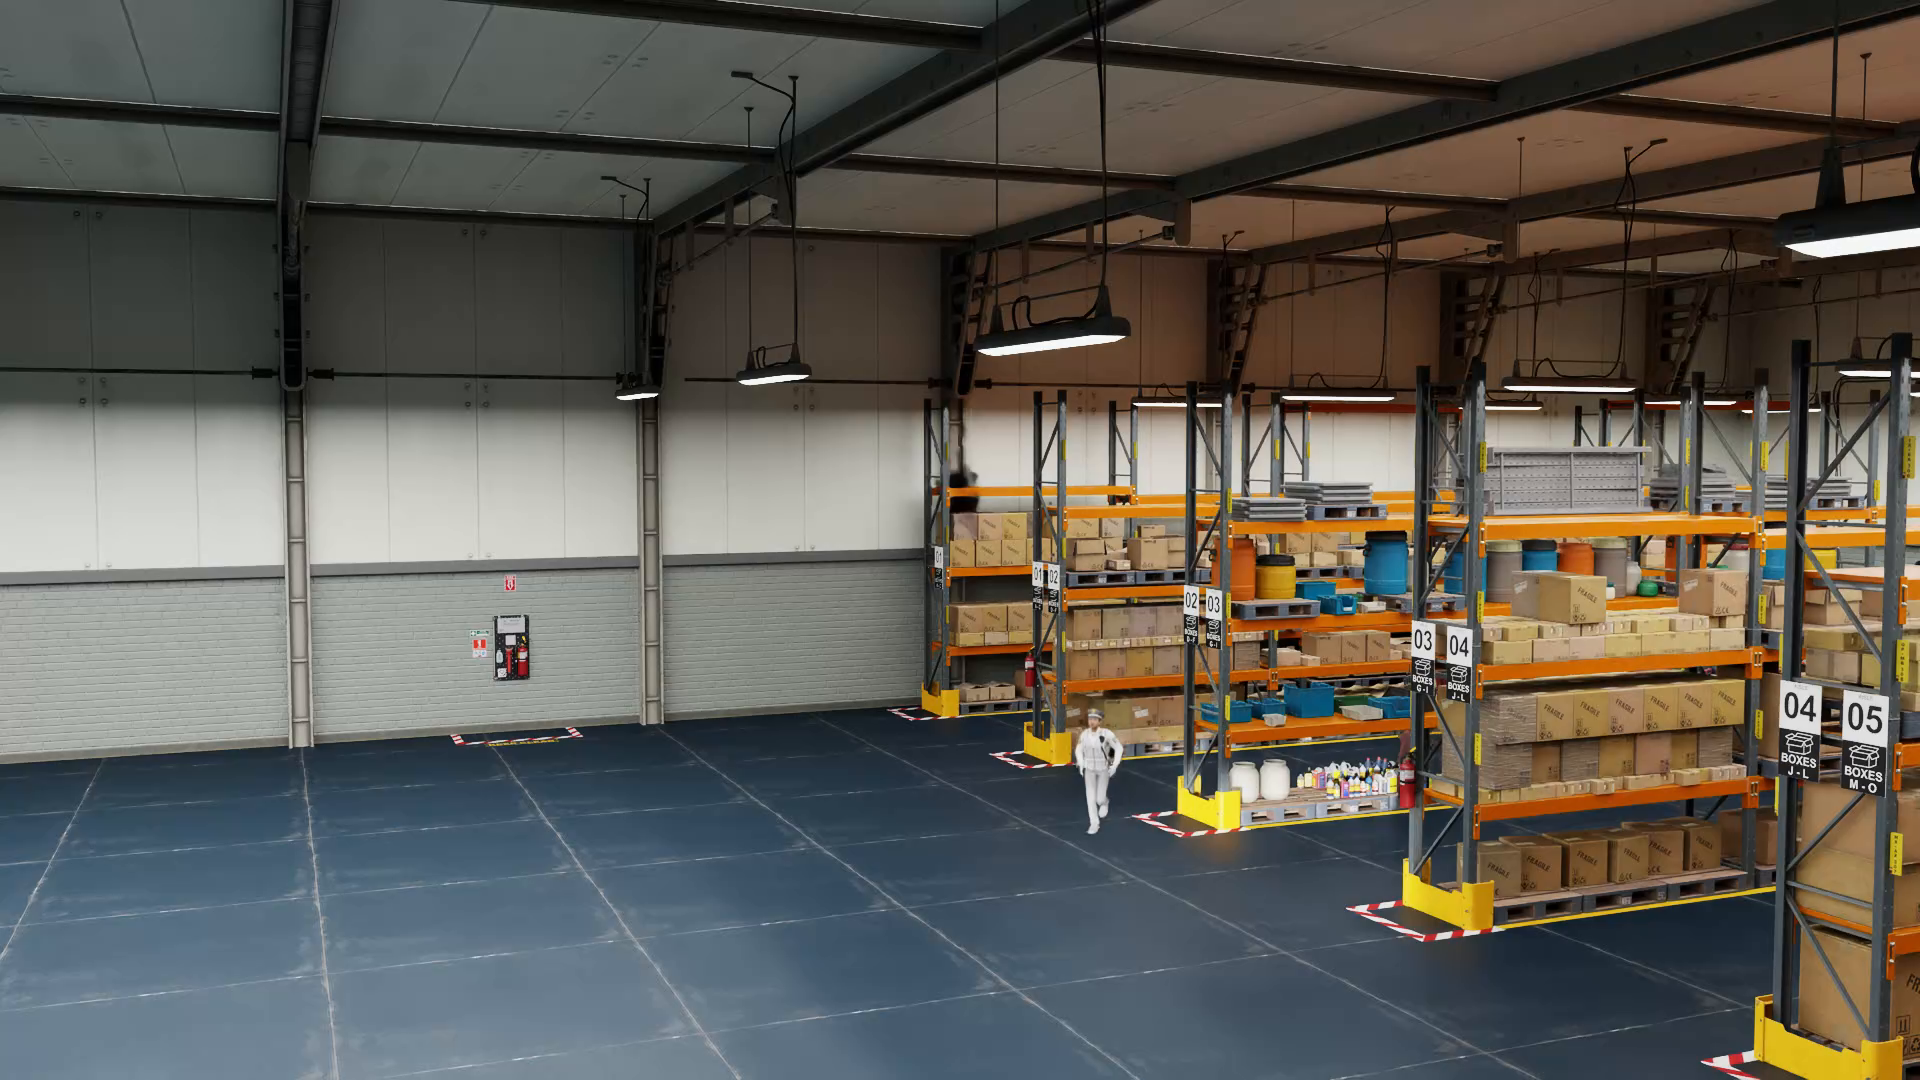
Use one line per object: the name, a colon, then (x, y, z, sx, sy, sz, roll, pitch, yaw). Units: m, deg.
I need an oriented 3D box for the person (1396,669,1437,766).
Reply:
person: (7.200, 2.803, 26.323, 0.875, 1.640, 0.593, -2, 4, -26)

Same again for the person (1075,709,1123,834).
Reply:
person: (1.836, 3.044, 22.054, 0.633, 1.660, 0.613, 1, 4, 20)
